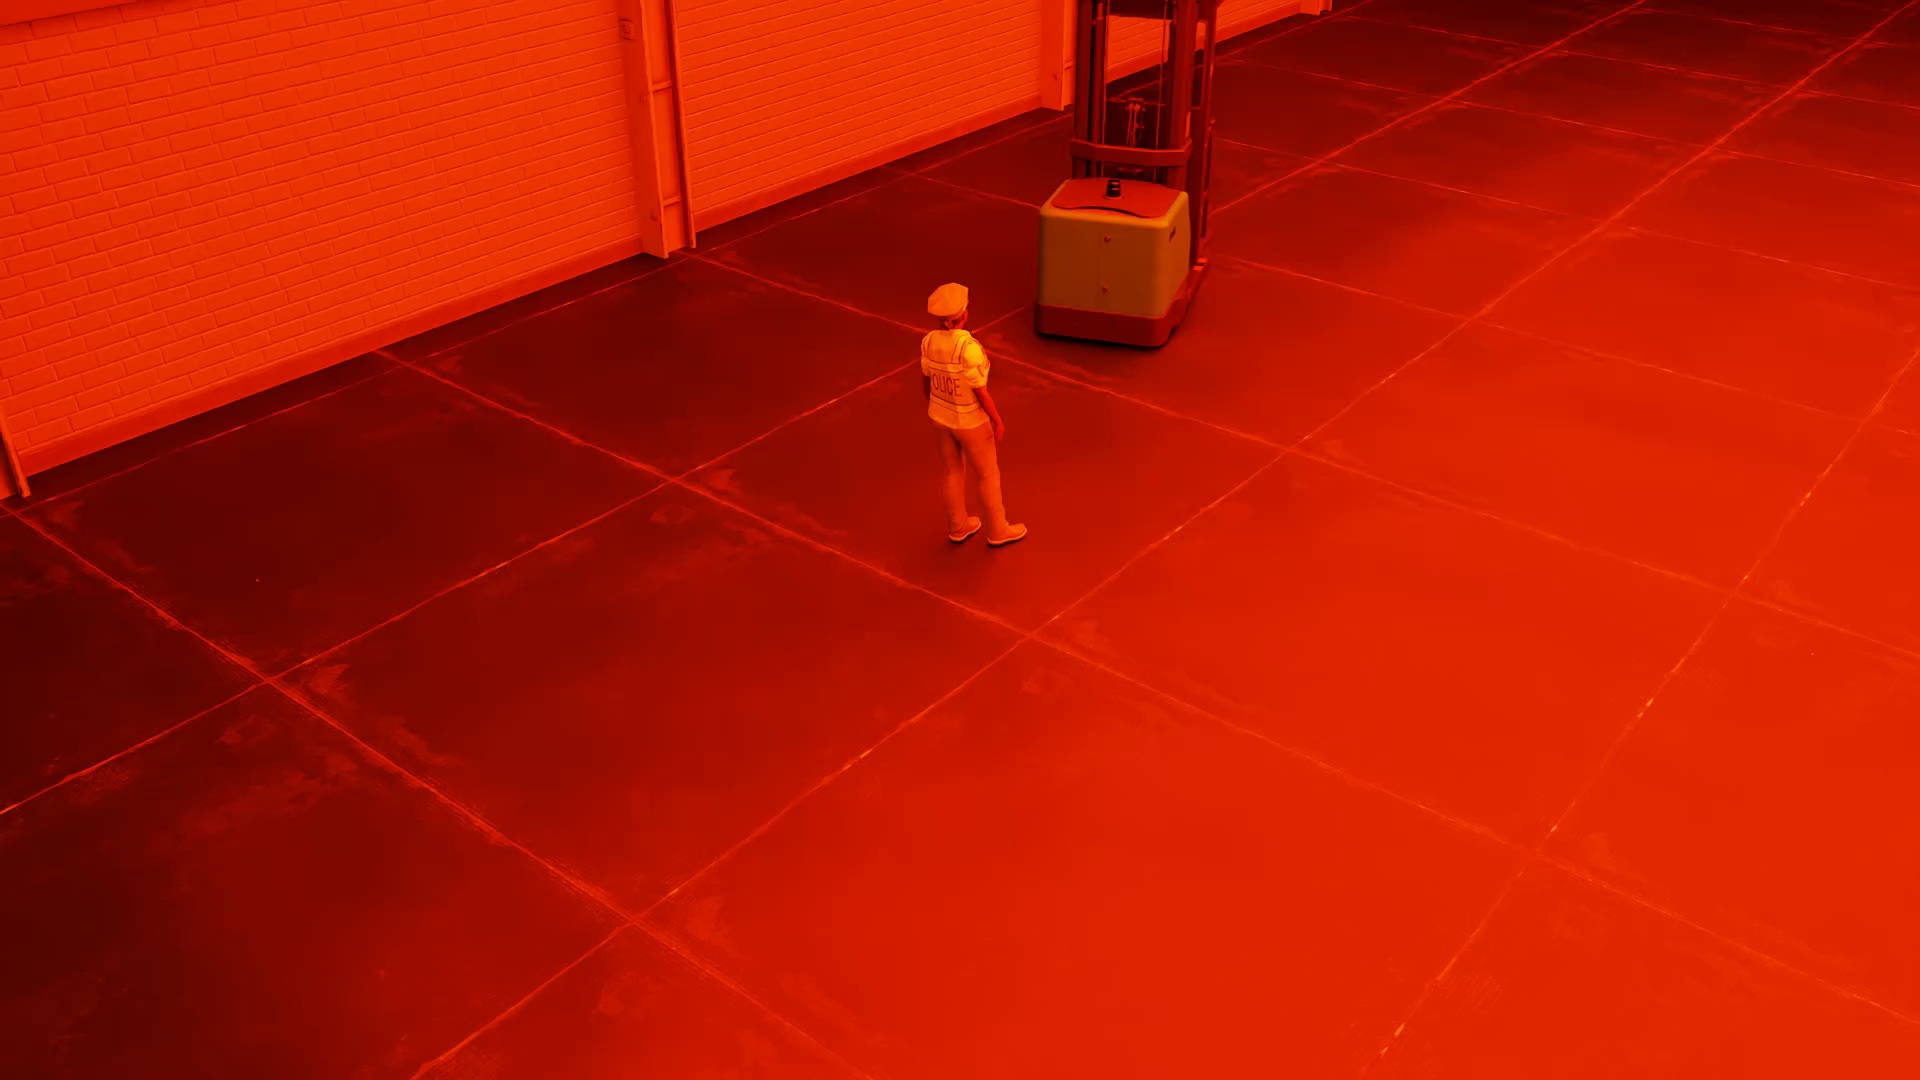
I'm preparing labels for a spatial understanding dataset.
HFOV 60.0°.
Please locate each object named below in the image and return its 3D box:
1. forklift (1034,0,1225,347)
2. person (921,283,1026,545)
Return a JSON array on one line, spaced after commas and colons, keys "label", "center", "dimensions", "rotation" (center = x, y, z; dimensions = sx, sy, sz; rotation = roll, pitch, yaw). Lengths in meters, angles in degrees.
[{"label": "forklift", "center": [1.532, -3.498, 13.581], "dimensions": [1.130, 2.935, 3.031], "rotation": [9, 32, 16]}, {"label": "person", "center": [0.063, -0.761, 10.108], "dimensions": [0.569, 1.695, 0.528], "rotation": [22, 37, 33]}]
